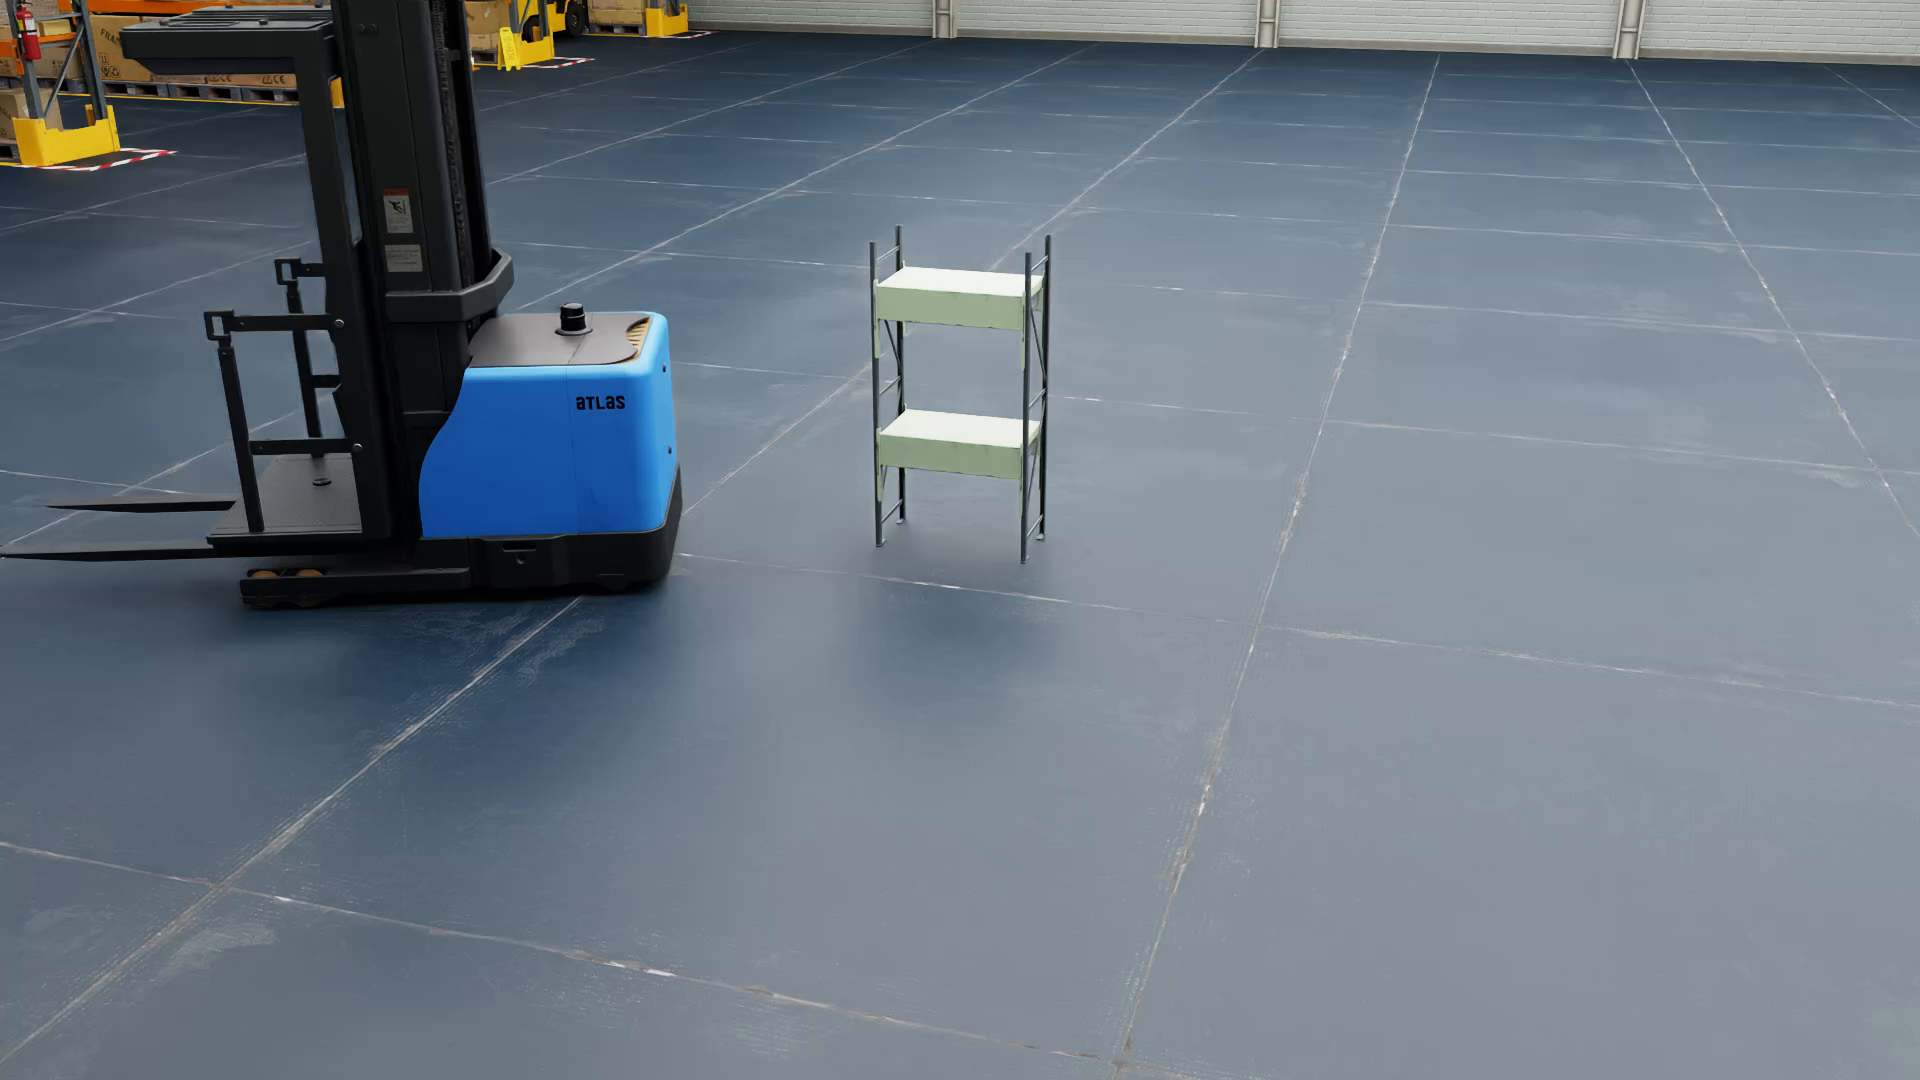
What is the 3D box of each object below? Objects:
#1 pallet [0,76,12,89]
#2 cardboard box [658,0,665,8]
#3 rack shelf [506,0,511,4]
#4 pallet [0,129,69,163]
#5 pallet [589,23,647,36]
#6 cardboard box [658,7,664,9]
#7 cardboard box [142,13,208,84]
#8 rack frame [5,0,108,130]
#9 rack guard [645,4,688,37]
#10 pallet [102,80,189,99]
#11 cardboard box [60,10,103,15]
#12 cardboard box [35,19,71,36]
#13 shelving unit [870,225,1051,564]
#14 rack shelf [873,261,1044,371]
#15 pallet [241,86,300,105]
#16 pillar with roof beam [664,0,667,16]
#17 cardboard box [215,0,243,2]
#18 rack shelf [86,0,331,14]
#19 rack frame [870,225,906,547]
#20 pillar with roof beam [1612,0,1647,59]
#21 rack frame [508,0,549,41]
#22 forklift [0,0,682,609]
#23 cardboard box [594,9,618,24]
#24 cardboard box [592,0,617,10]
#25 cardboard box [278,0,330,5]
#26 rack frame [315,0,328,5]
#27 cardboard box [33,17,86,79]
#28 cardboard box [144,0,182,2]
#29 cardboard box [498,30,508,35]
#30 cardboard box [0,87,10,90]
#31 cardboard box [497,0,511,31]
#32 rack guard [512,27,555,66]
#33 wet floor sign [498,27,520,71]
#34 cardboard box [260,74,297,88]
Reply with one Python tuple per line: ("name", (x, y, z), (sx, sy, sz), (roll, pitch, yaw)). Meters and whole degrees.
("pallet", (-14.145, -6.815, 24.546), (1.213, 0.211, 1.003), (7, 23, 16))
("cardboard box", (-6.010, -10.370, 31.950), (0.500, 0.250, 0.500), (7, 23, 16))
("rack shelf", (-8.965, -9.173, 27.566), (4.000, 0.370, 1.077), (7, 23, 16))
("pallet", (-10.753, -4.506, 18.915), (1.213, 0.211, 1.003), (7, 23, 16))
("pallet", (-6.364, -9.869, 31.989), (1.213, 0.211, 1.003), (7, 23, 16))
("cardboard box", (-6.033, -10.137, 32.039), (0.500, 0.250, 0.500), (7, 23, 16))
("cardboard box", (-10.767, -6.935, 23.409), (0.875, 0.875, 0.875), (7, 23, 16))
("rack frame", (-9.913, -5.686, 18.117), (0.127, 3.000, 1.000), (7, 23, 16))
("rack guard", (-5.597, -9.931, 31.761), (0.348, 0.500, 1.175), (7, 23, 16))
("pallet", (-11.507, -6.513, 23.809), (1.213, 0.211, 1.003), (7, 23, 15))
("cardboard box", (-15.346, -9.480, 29.615), (0.875, 0.875, 0.875), (6, 23, 15))
("cardboard box", (-10.116, -5.687, 18.452), (0.250, 0.149, 0.380), (7, 23, 16))
("shelving unit", (0.006, -0.693, 7.923), (0.755, 1.500, 0.431), (7, 23, 16))
("rack shelf", (0.006, -1.054, 7.775), (0.720, 0.370, 0.431), (7, 23, 16))
("pallet", (-9.171, -6.246, 23.157), (1.213, 0.211, 1.003), (7, 23, 15))
("pillar with roof beam", (-7.269, -12.705, 27.326), (0.400, 9.000, 9.100), (7, 23, 16))
("cardboard box", (-9.784, -7.730, 22.903), (0.550, 0.550, 0.875), (7, 23, 16))
("rack shelf", (-10.298, -7.363, 23.155), (4.000, 0.370, 1.077), (7, 23, 16))
("rack frame", (-0.344, -0.733, 8.021), (0.023, 1.500, 0.400), (7, 23, 16))
("pillar with roof beam", (9.963, -10.732, 22.515), (0.400, 9.000, 9.100), (7, 23, 16))
("rack frame", (-7.050, -9.286, 26.895), (0.127, 3.000, 1.000), (7, 23, 16))
("forklift", (-2.886, -1.258, 7.413), (3.031, 2.935, 1.130), (-2, 22, -4))
("cardboard box", (-6.634, -10.007, 31.722), (0.500, 0.250, 0.500), (7, 23, 15))
("cardboard box", (-6.653, -10.242, 31.637), (0.500, 0.250, 0.500), (6, 23, 15))
("cardboard box", (-8.751, -7.570, 22.514), (0.550, 0.550, 0.875), (7, 23, 16))
("rack frame", (-8.383, -7.477, 22.484), (0.127, 3.000, 1.000), (7, 23, 16))
("cardboard box", (-12.833, -7.104, 23.986), (0.750, 0.750, 1.050), (6, 23, 15))
("cardboard box", (-10.840, -7.794, 23.061), (0.550, 0.550, 0.875), (7, 23, 16))
("cardboard box", (-7.742, -8.397, 27.798), (0.500, 0.250, 0.500), (6, 23, 15))
("cardboard box", (-11.088, -4.851, 18.823), (0.500, 0.500, 0.500), (13, 26, 29))
("cardboard box", (-7.765, -8.747, 27.661), (0.500, 0.500, 0.500), (6, 23, 14))
("rack guard", (-7.123, -8.138, 27.390), (0.348, 0.500, 1.175), (7, 23, 16))
("wet floor sign", (-7.177, -7.787, 26.344), (0.232, 0.644, 0.267), (16, 27, 34))
("cardboard box", (-9.051, -6.738, 22.930), (0.875, 0.875, 0.875), (7, 23, 16))
